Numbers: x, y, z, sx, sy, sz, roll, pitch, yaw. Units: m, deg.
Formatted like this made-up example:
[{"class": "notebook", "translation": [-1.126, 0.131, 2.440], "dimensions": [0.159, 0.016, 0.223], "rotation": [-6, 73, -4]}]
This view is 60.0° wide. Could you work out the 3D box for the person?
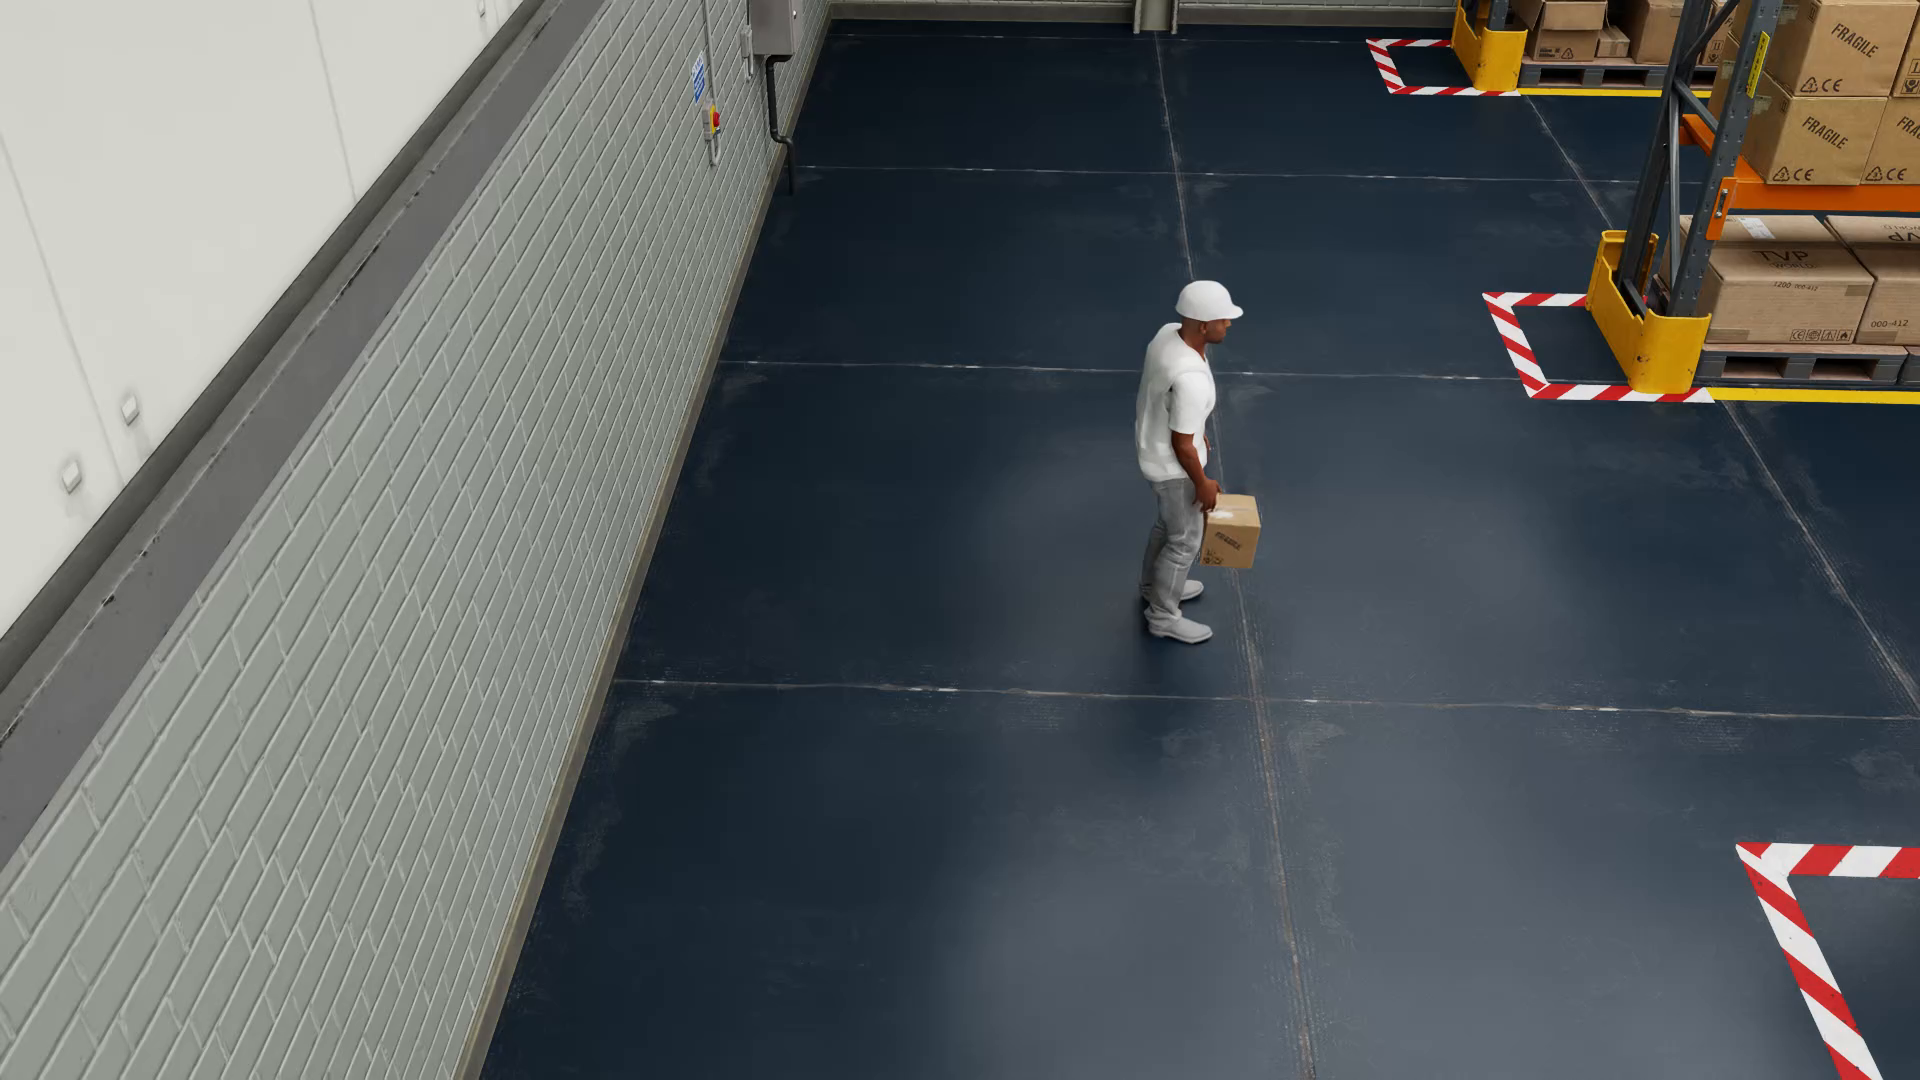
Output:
[{"class": "person", "translation": [1.010, -0.375, 7.627], "dimensions": [0.430, 1.761, 0.591], "rotation": [0, 35, 1]}]
